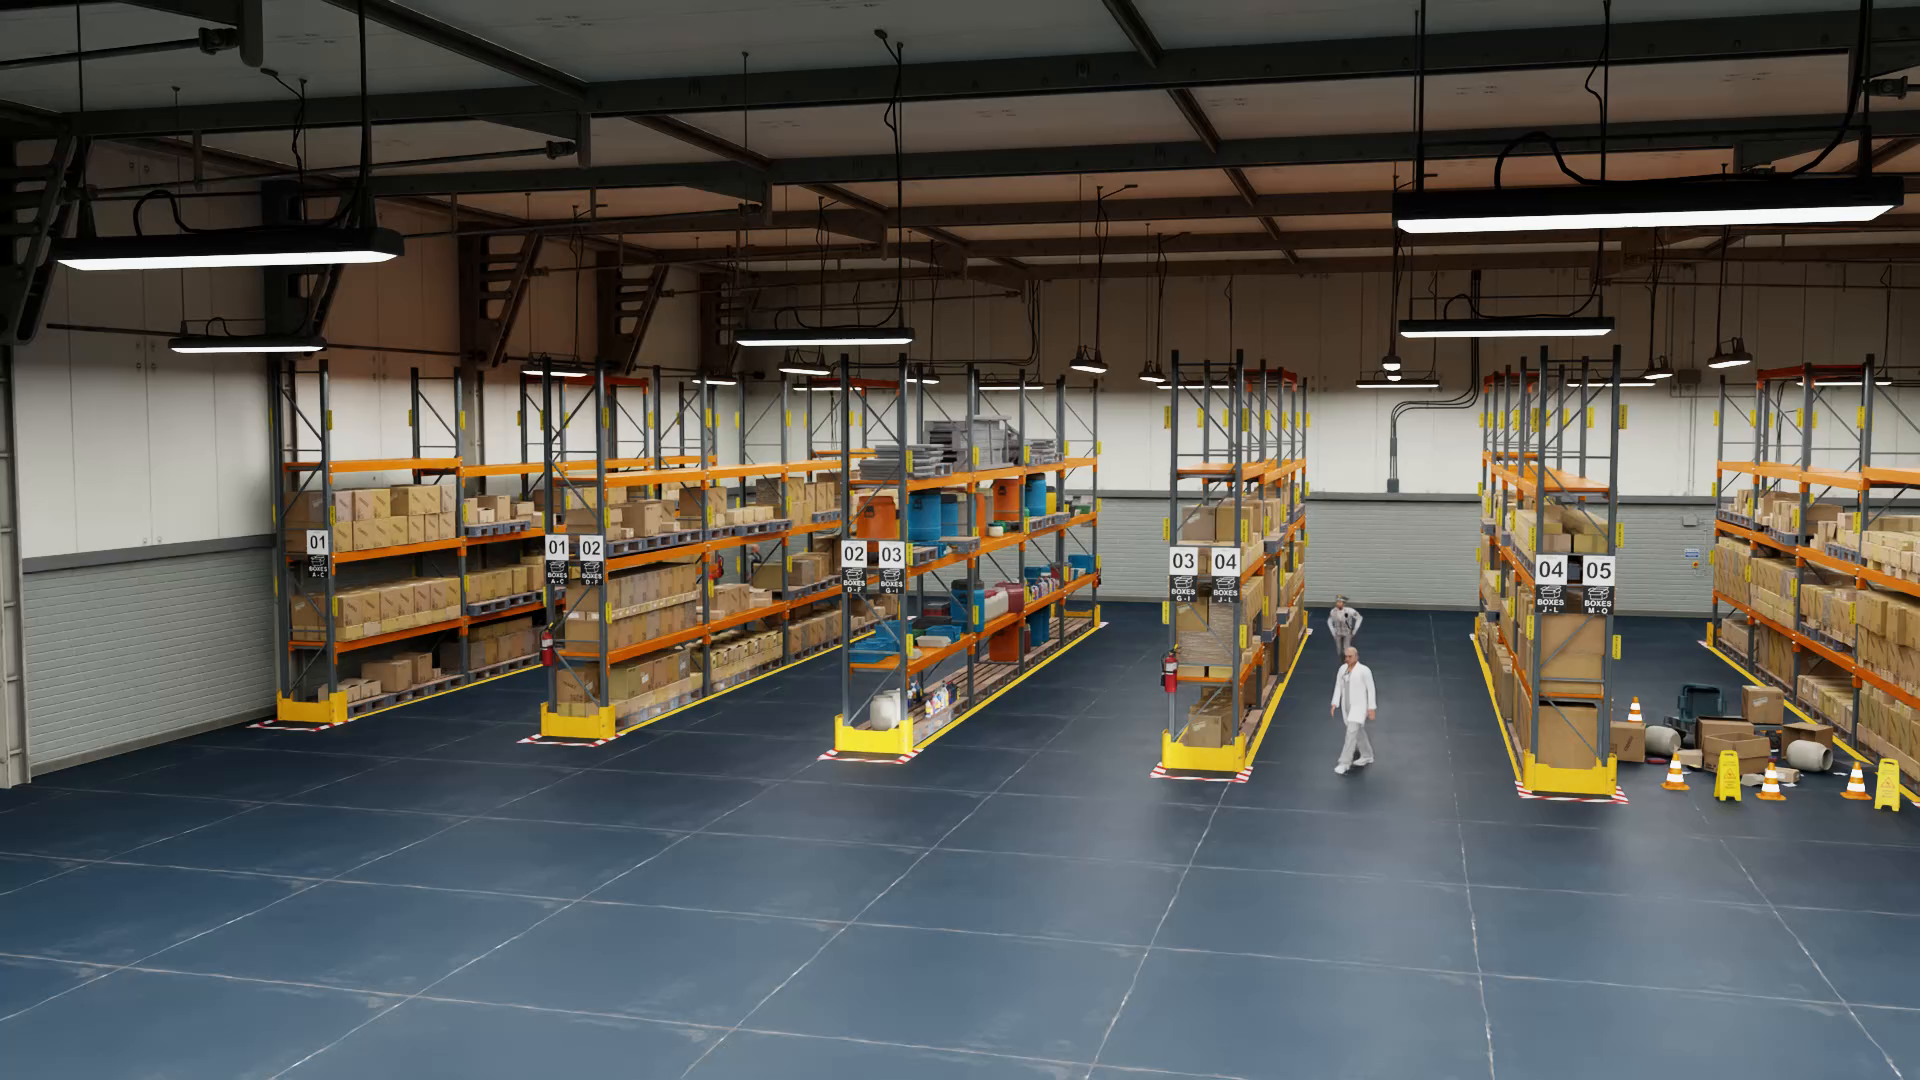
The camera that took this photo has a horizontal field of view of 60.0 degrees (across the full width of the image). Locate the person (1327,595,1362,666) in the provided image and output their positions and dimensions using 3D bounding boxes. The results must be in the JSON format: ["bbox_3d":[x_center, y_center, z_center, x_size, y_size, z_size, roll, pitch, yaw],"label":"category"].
[{"bbox_3d":[7.576,1.854,32.723,0.666,1.603,0.686,2,5,25],"label":"person"}]

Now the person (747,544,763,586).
[{"bbox_3d":[-5.433,0.963,44.000,0.460,1.715,0.560,1,4,11],"label":"person"}]

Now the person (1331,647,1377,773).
[{"bbox_3d":[5.592,2.397,23.764,1.017,1.735,0.608,-2,5,-31],"label":"person"}]

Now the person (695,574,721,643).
[{"bbox_3d":[-5.315,1.578,35.136,0.625,1.718,1.054,1,4,16],"label":"person"}]
